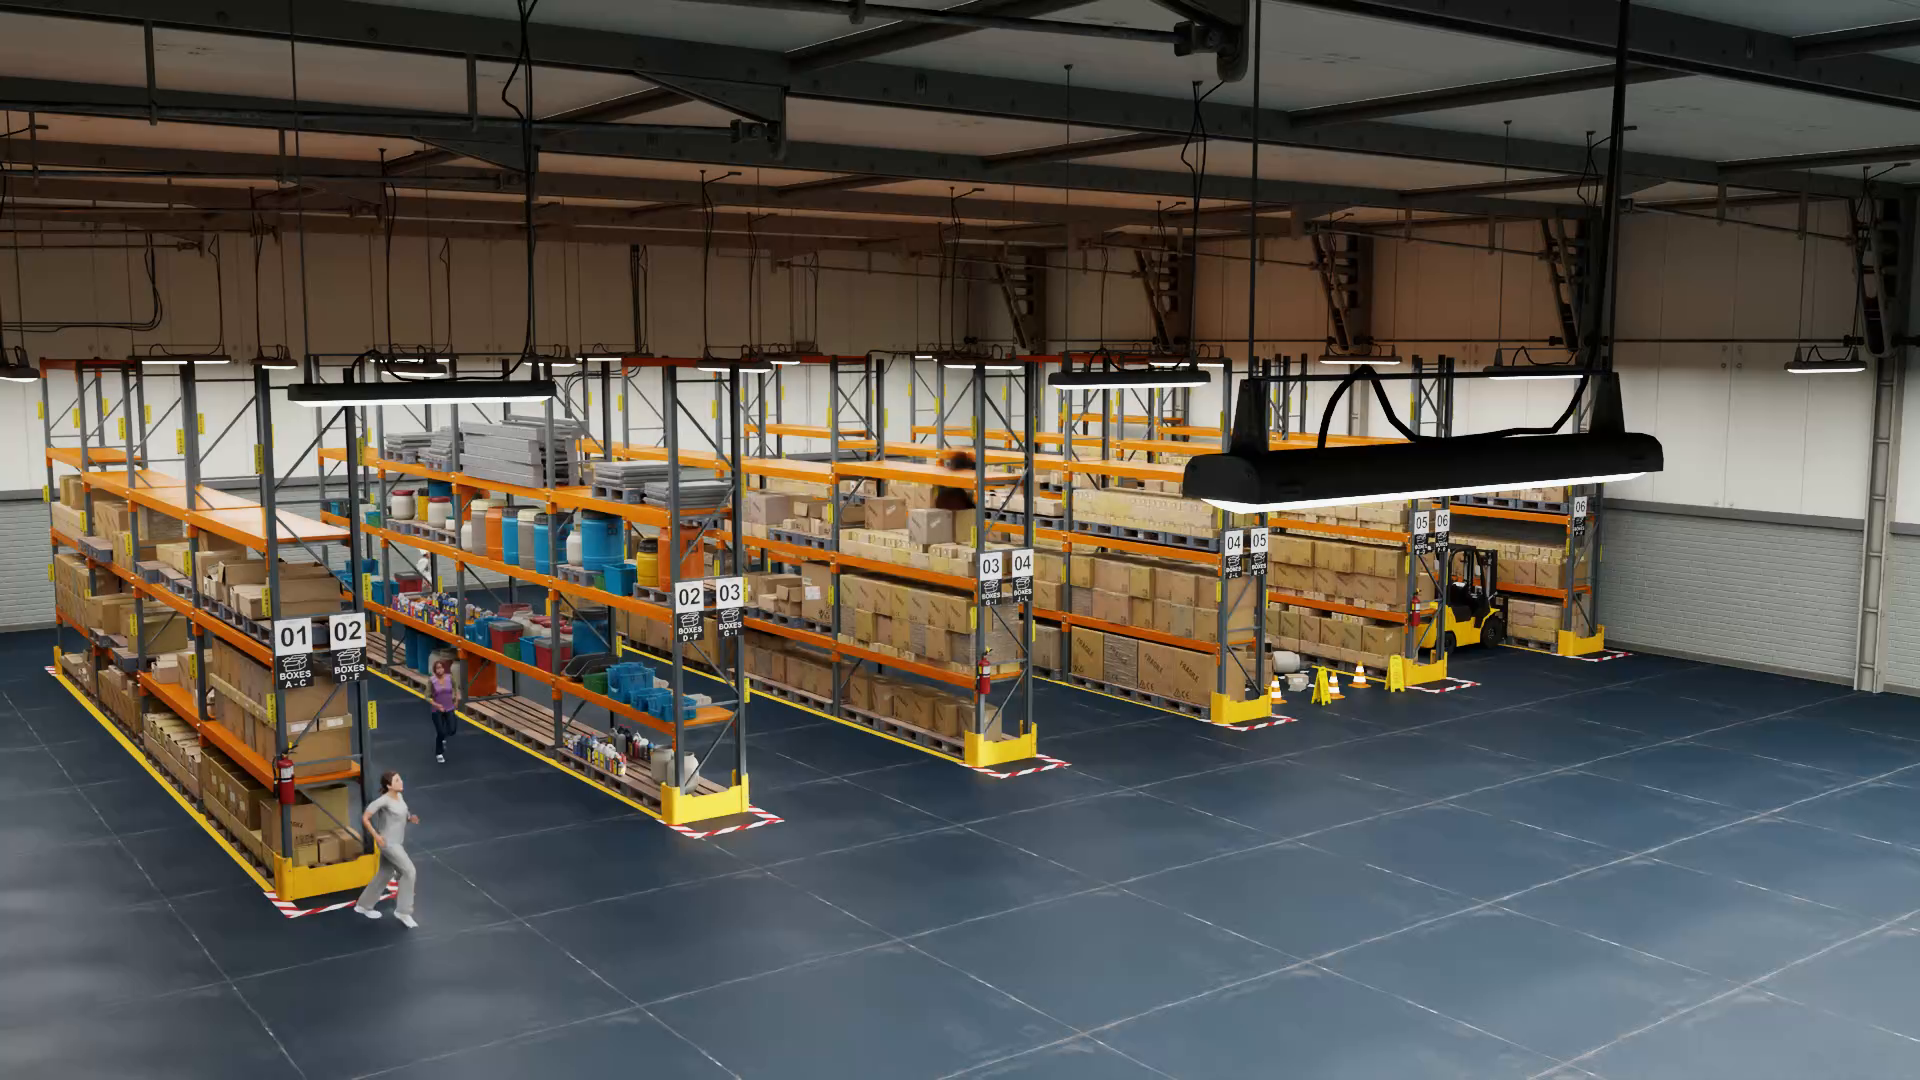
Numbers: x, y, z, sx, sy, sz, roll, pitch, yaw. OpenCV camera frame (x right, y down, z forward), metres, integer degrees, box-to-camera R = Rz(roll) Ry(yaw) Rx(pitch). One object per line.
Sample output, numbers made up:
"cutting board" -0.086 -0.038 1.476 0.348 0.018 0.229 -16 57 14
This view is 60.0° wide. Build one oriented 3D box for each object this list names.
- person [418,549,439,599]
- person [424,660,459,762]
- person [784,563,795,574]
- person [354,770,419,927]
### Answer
"person" -11.924 0.997 37.285 0.596 1.731 0.663 -4 8 -31
"person" -7.763 2.574 24.991 0.560 1.558 0.605 -4 8 -33
"person" -4.444 0.312 43.033 0.652 1.739 0.754 4 8 32
"person" -6.243 3.346 18.092 0.729 1.721 0.559 0 7 -2
